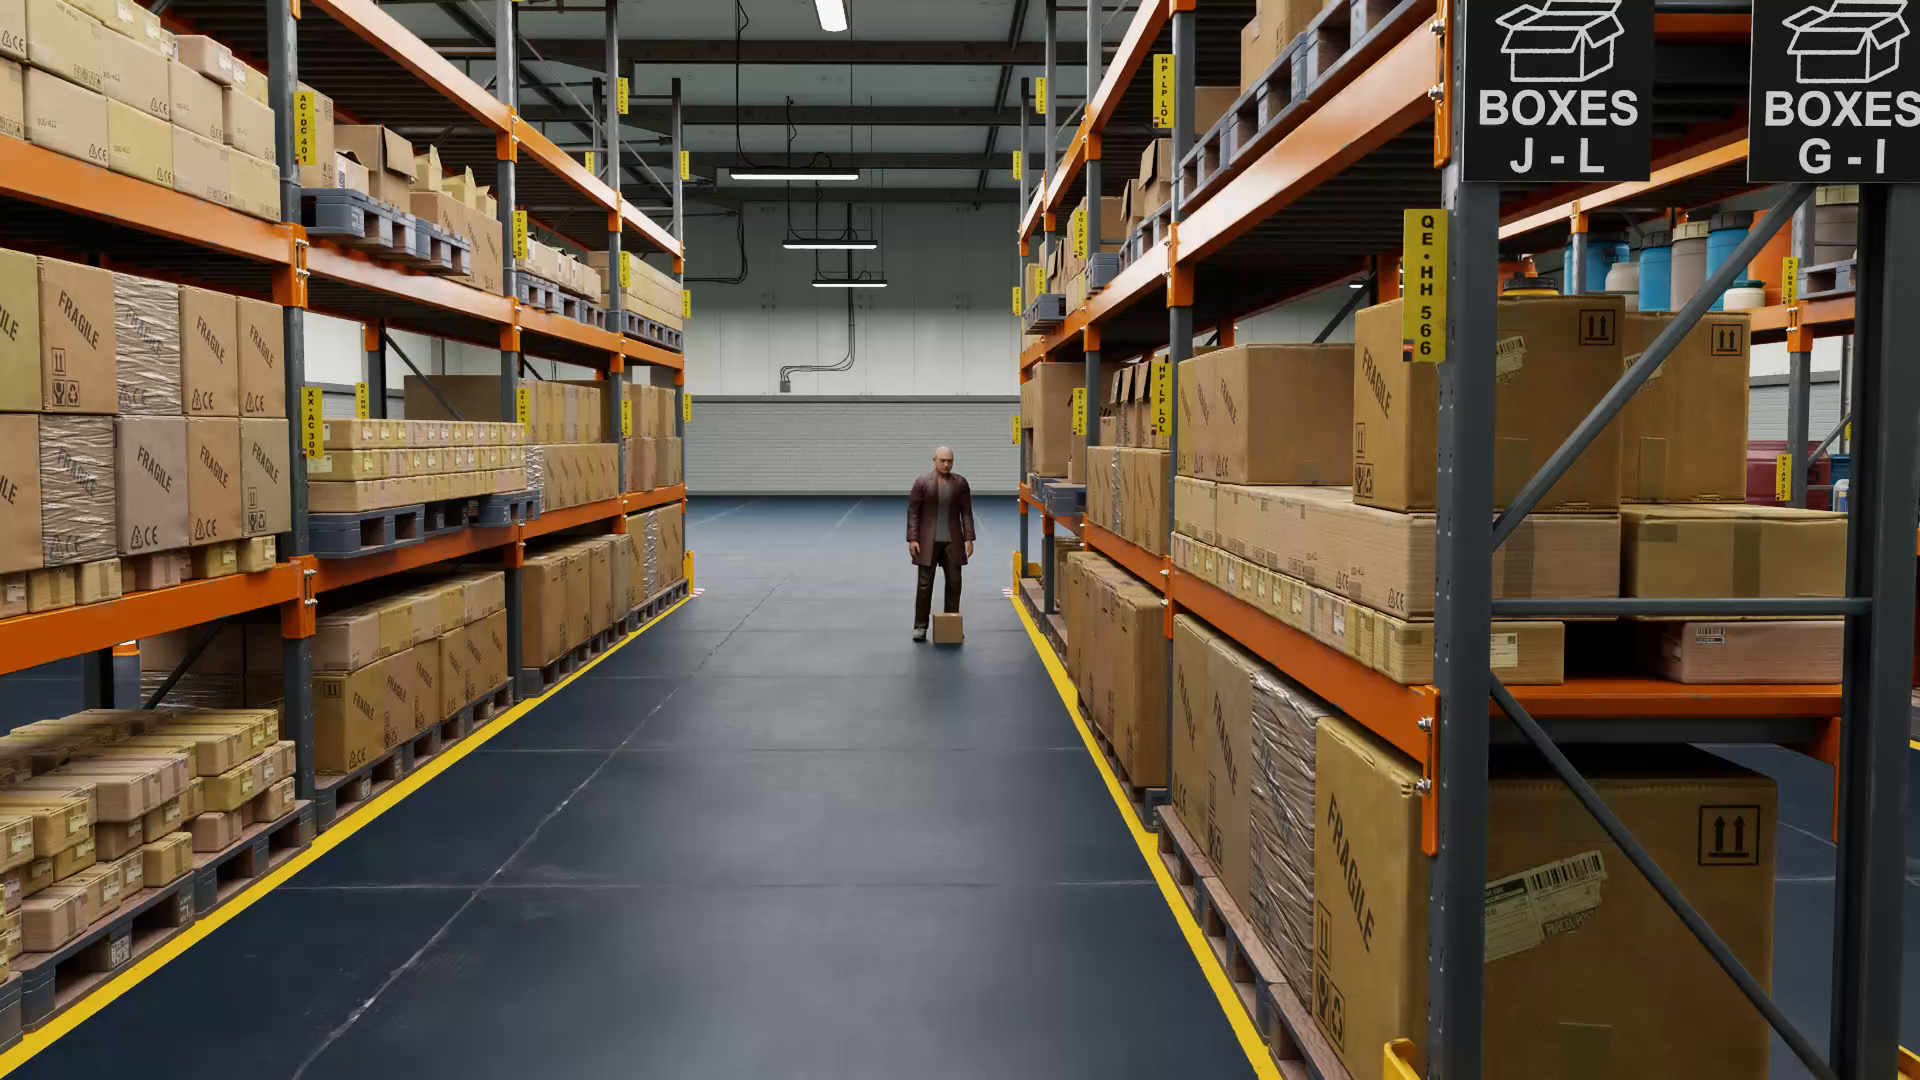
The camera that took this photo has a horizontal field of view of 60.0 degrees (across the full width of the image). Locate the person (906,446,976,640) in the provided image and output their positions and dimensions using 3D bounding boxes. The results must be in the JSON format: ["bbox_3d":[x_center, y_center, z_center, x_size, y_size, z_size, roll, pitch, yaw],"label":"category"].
[{"bbox_3d":[-0.175,0.024,15.312,0.654,1.774,0.419,-1,4,-12],"label":"person"}]
